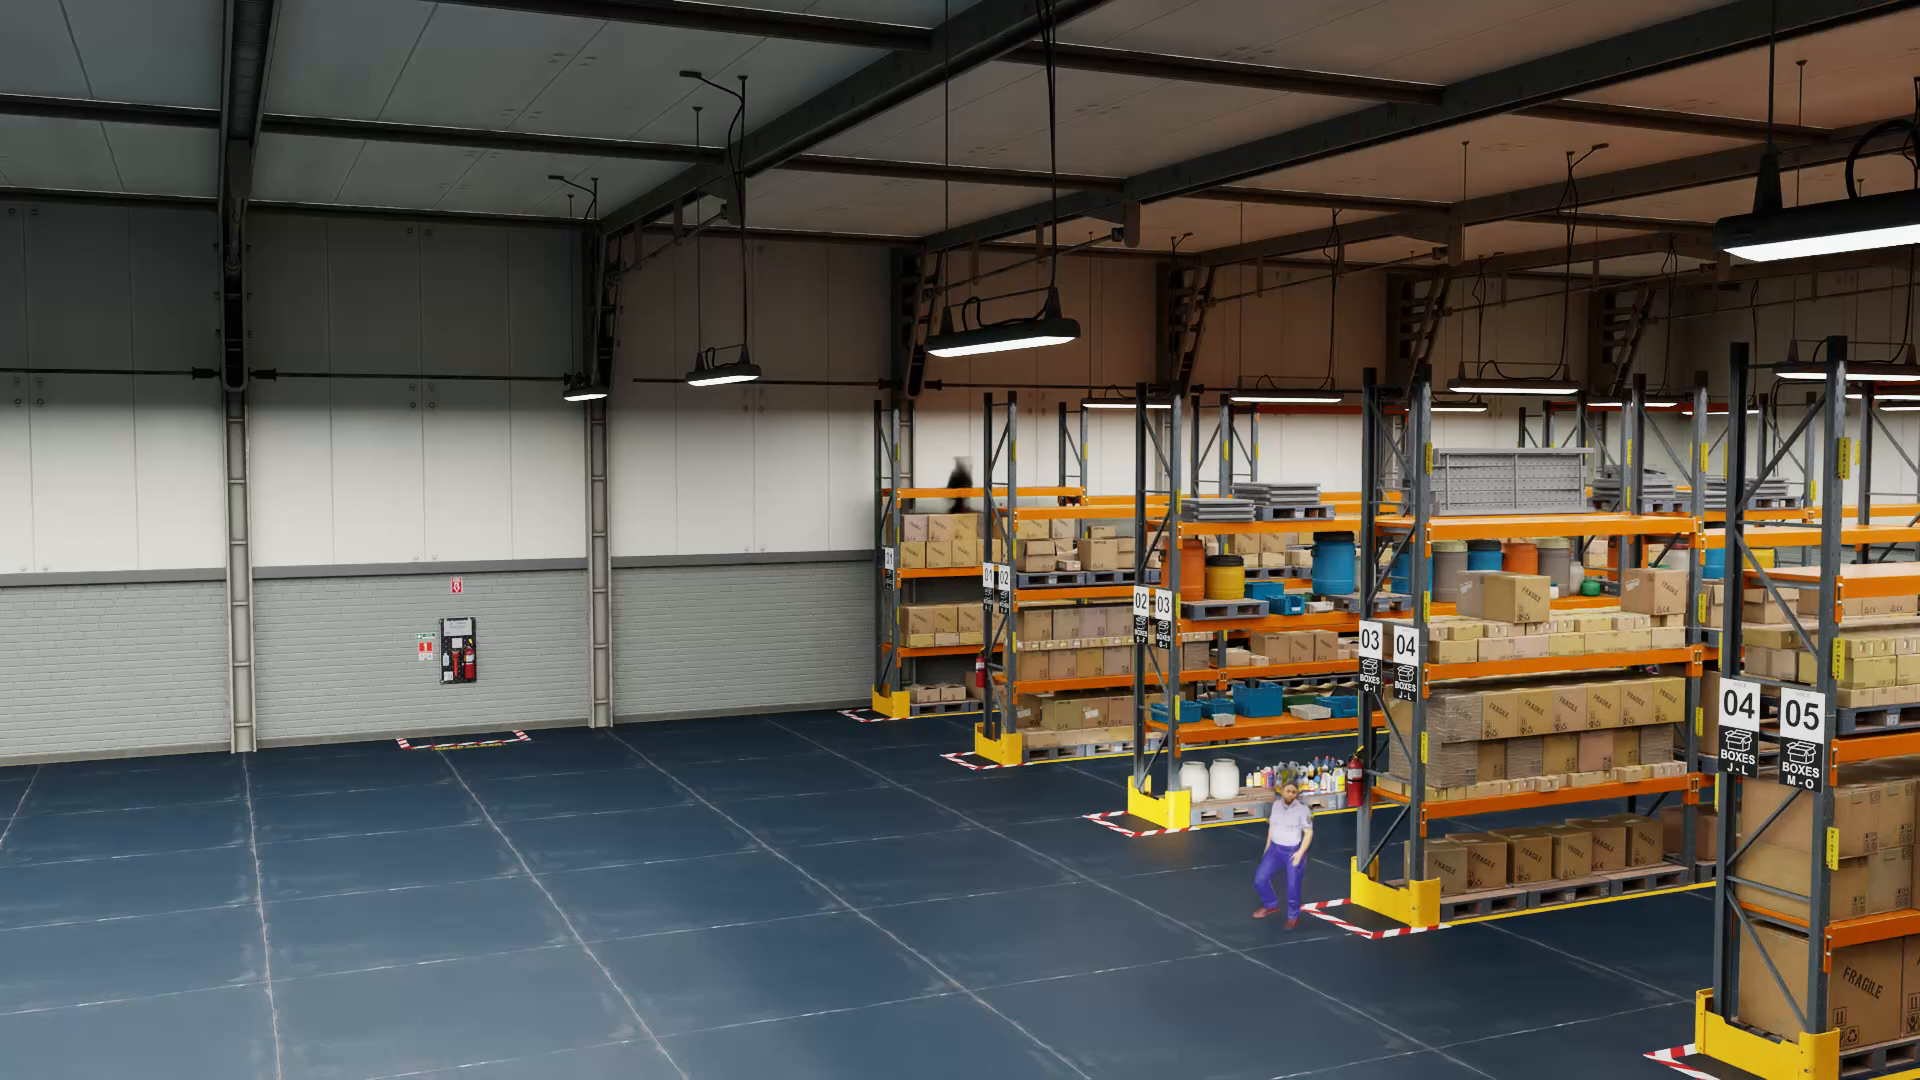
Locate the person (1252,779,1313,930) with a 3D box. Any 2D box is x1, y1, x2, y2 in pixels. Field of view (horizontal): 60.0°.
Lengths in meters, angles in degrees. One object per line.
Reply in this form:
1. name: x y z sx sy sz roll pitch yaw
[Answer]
1. person: 3.411 3.337 17.670 0.737 1.639 0.599 2 4 36
